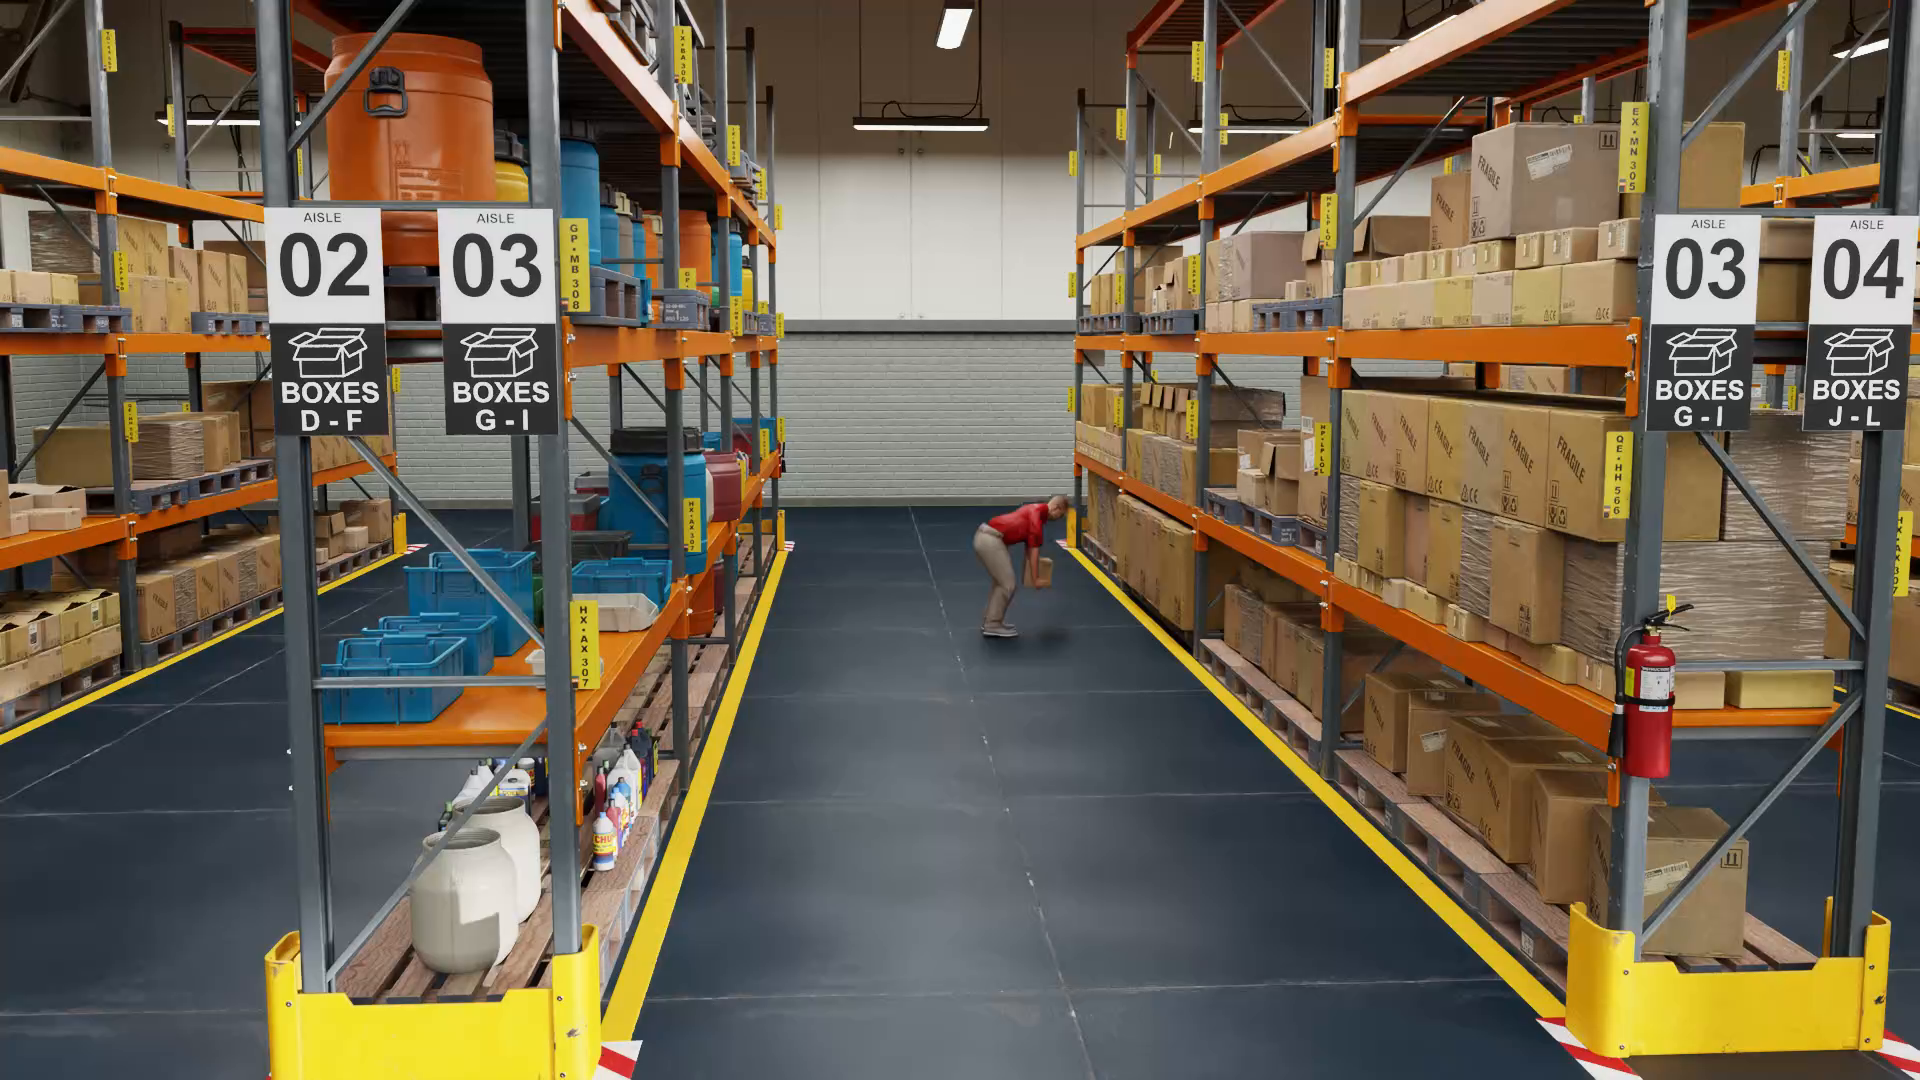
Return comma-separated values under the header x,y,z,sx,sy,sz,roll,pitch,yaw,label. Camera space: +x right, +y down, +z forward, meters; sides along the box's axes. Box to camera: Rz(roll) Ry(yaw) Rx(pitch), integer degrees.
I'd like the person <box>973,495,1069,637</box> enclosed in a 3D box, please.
x,y,z,sx,sy,sz,roll,pitch,yaw,label
0.596,0.236,15.633,0.868,1.308,0.482,-1,7,-5,person
